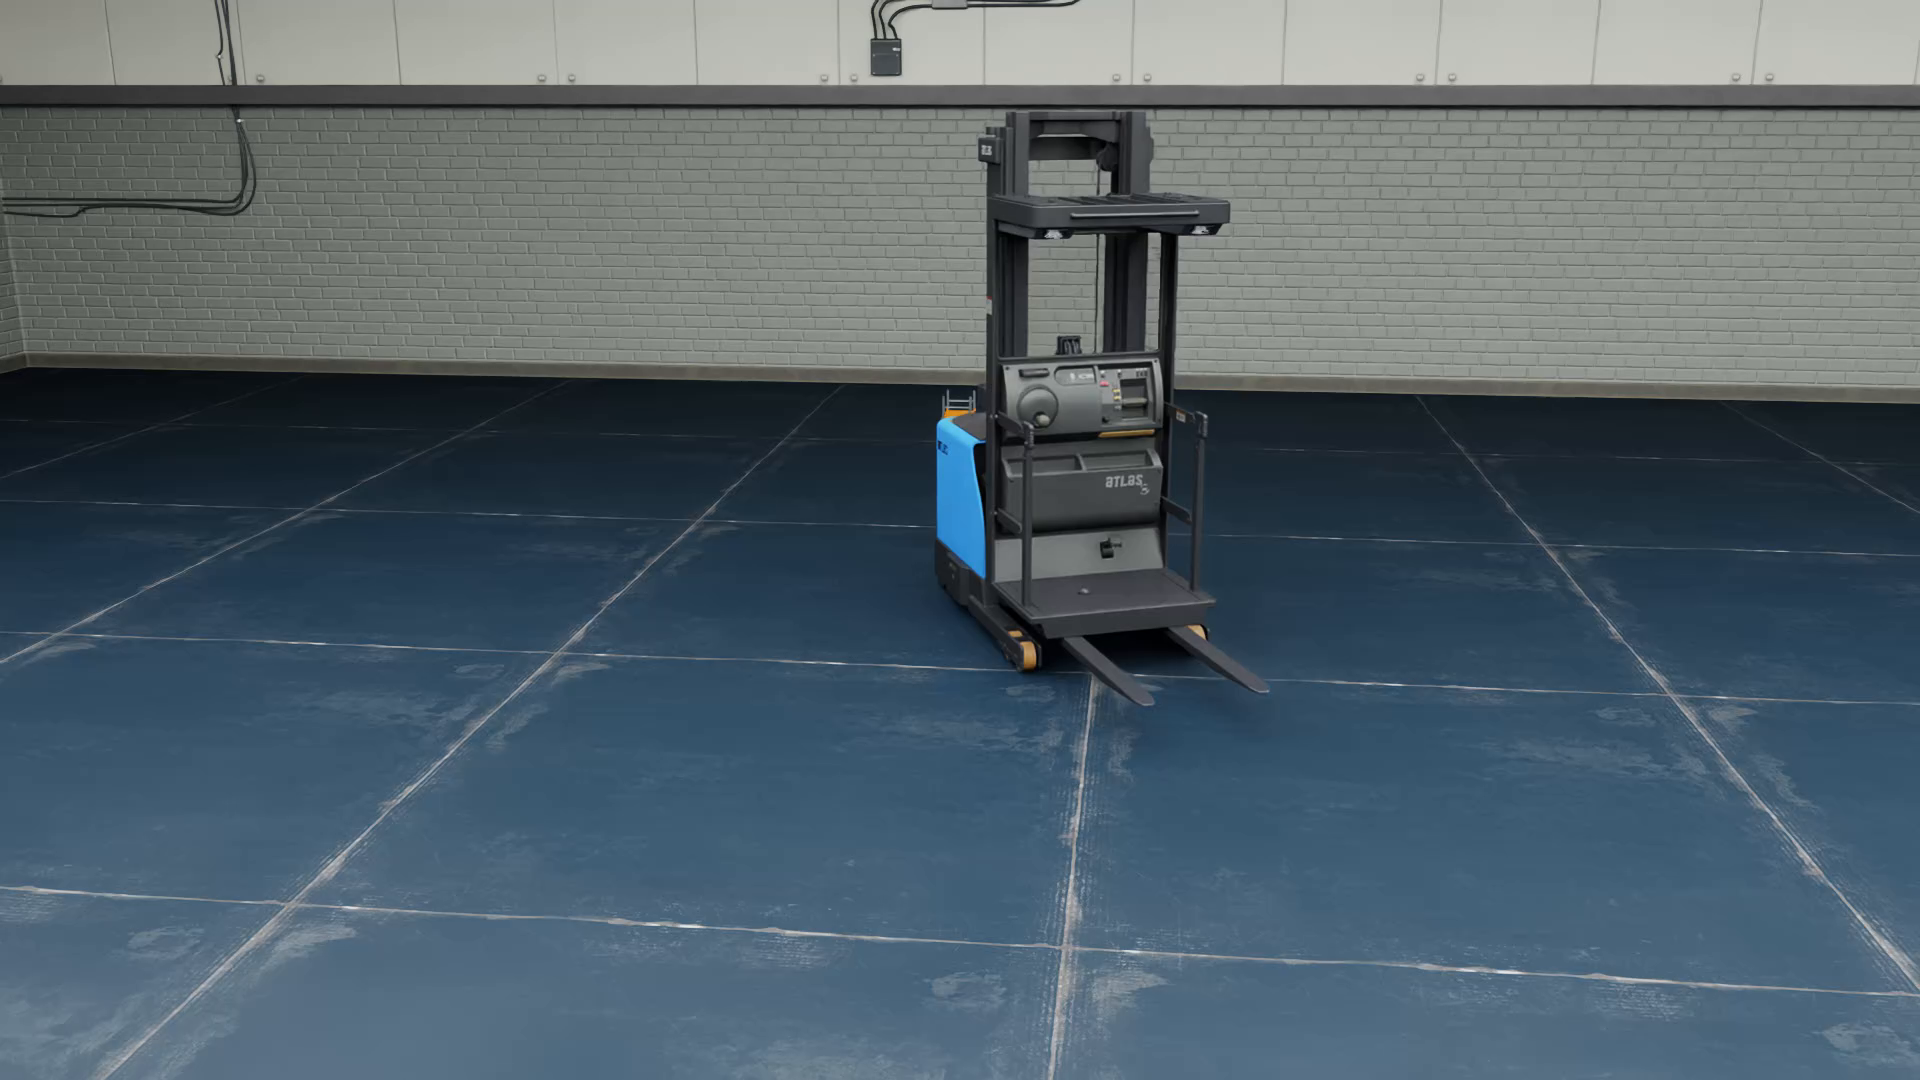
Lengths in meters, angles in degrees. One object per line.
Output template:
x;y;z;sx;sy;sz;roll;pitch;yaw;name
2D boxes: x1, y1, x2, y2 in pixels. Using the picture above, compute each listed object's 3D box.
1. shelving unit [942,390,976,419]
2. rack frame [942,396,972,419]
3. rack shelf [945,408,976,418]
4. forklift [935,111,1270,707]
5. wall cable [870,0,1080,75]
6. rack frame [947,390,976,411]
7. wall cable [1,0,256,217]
-0.006;-0.493;11.474;0.215;1.050;0.252;2;15;6;shelving unit
-0.020;-0.461;11.357;0.200;1.050;0.008;2;15;6;rack frame
-0.006;-0.757;11.402;0.215;0.259;0.240;2;15;6;rack shelf
0.753;-0.816;9.065;1.130;2.935;3.031;-5;16;-16;forklift
0.239;-7.624;16.103;2.305;6.003;0.169;2;15;6;wall cable
0.008;-0.525;11.591;0.200;1.050;0.008;2;15;6;rack frame
-9.192;-4.767;18.002;3.097;2.526;0.112;2;15;6;wall cable
